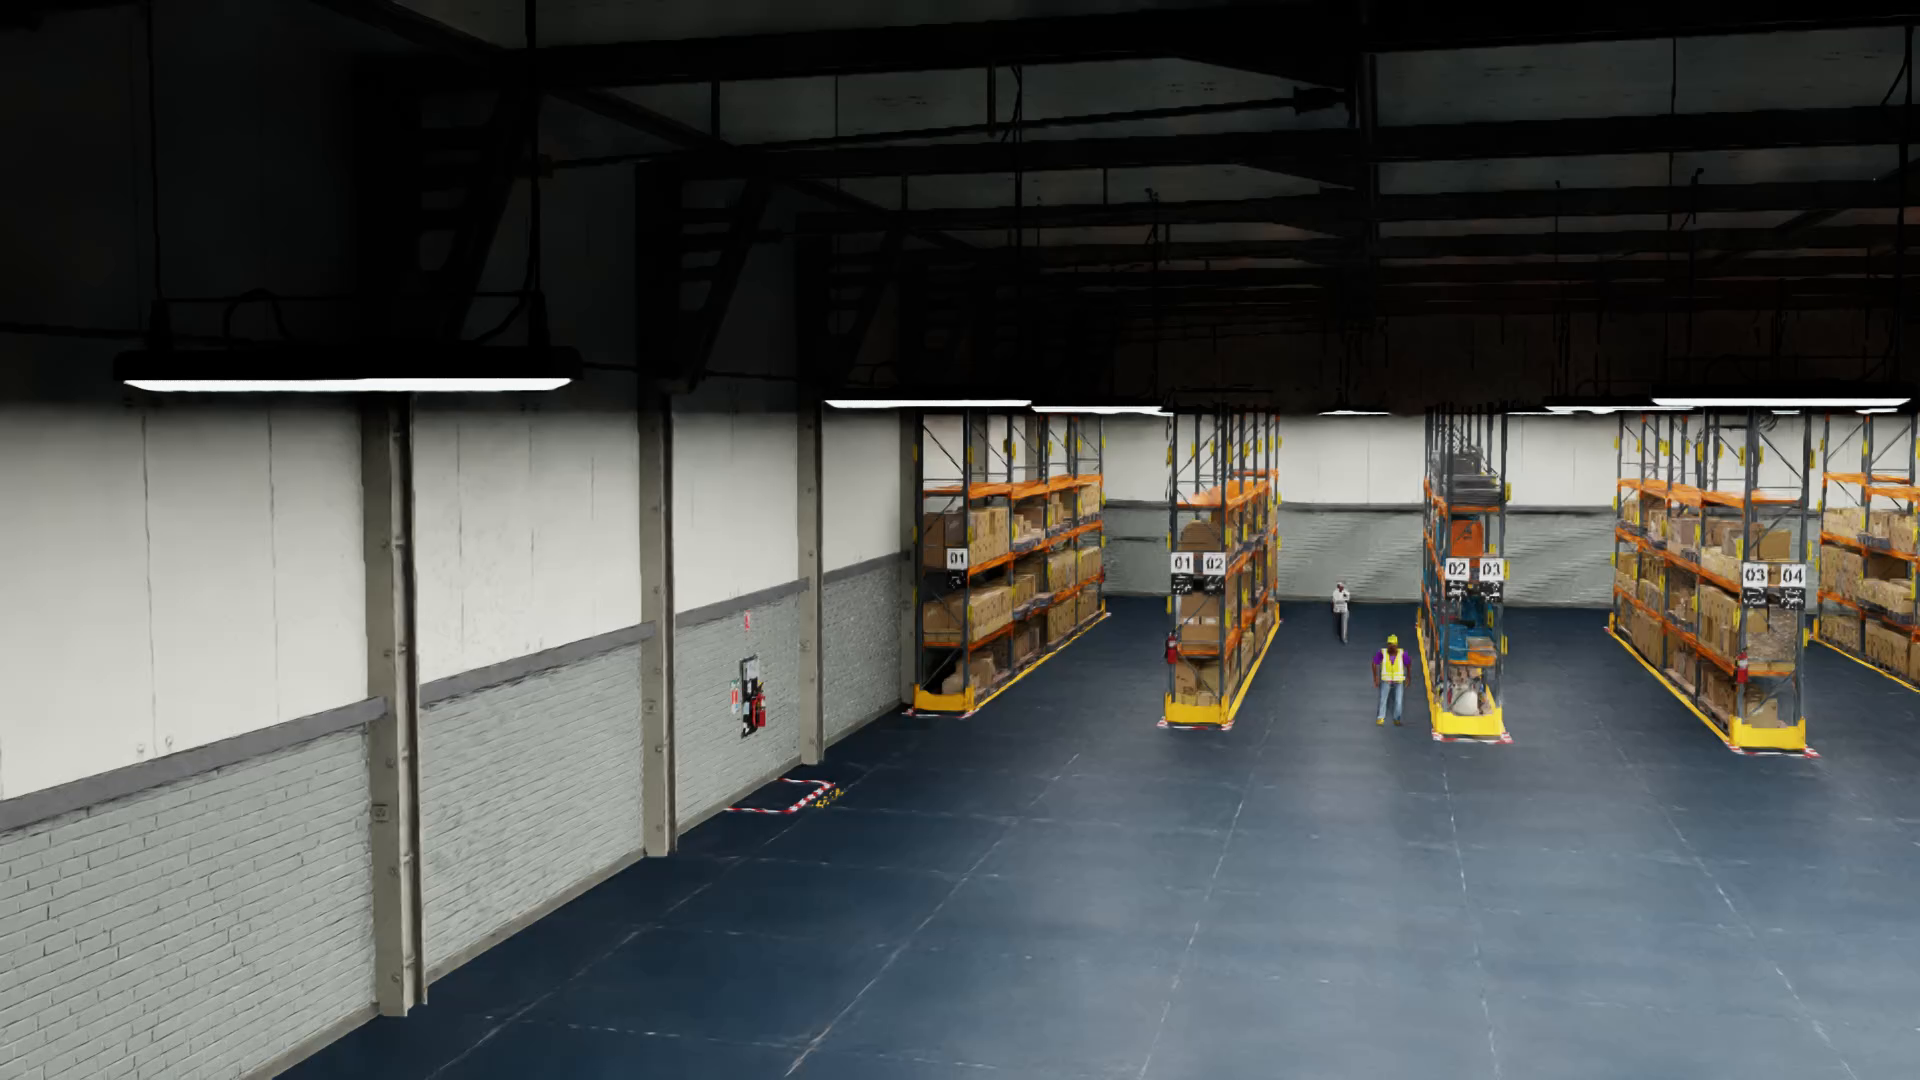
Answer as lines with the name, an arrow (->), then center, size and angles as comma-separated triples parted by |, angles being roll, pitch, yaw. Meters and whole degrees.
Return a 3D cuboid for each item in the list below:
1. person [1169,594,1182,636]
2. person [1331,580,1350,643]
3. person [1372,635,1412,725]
person -> 5.822, 1.647, 43.354 | 0.575, 1.714, 1.050 | 2, 5, 24
person -> 9.664, 1.796, 42.223 | 0.456, 1.587, 1.088 | 1, 4, 16
person -> 8.002, 2.597, 30.839 | 0.719, 1.715, 0.578 | 1, 4, 14
